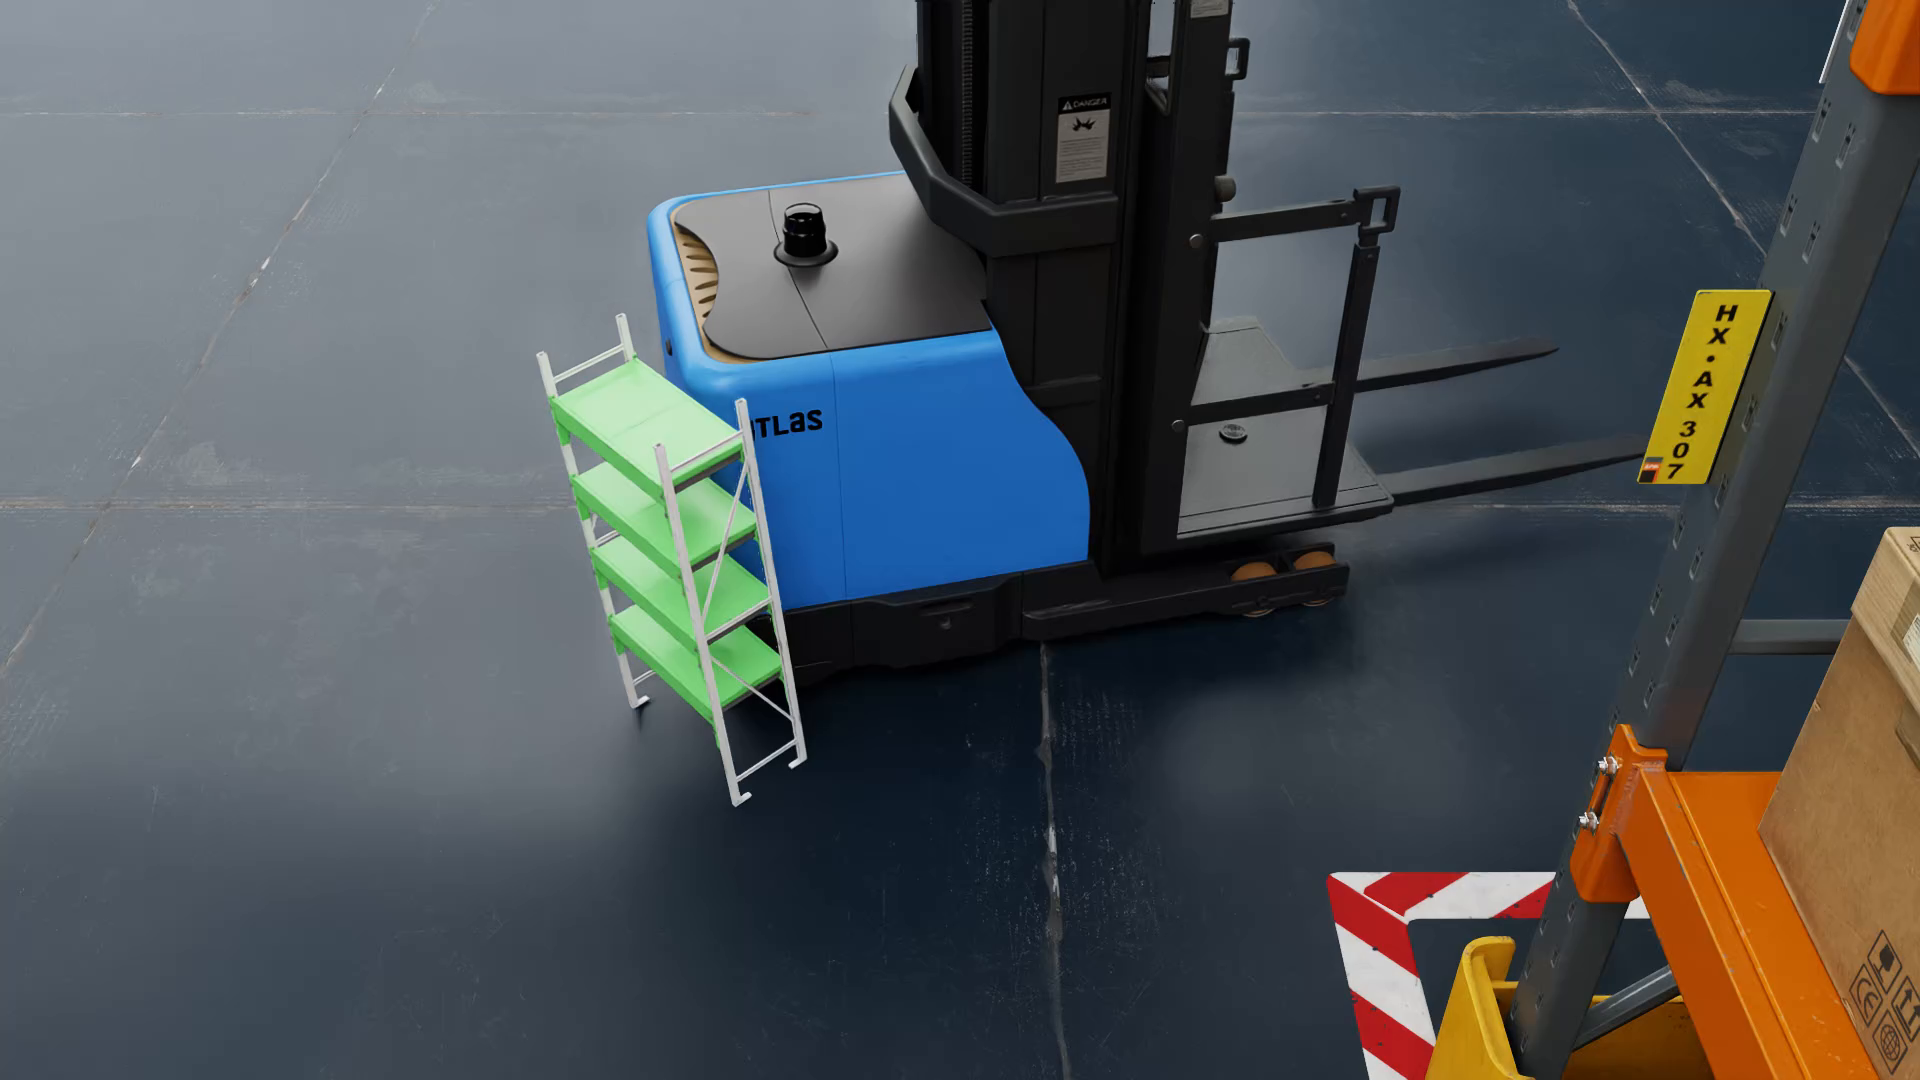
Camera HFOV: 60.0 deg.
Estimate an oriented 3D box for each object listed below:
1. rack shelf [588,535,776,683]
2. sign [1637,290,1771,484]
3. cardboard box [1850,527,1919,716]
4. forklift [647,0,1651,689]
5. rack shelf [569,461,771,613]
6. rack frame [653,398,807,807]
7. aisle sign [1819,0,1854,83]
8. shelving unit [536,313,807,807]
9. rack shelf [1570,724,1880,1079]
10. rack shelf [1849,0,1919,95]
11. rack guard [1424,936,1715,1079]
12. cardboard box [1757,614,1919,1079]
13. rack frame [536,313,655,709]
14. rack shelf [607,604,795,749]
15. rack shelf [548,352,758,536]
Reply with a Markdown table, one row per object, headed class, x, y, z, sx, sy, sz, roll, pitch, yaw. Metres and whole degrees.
| class | x | y | z | sx | sy | sz | roll | pitch | yaw |
| --- | --- | --- | --- | --- | --- | --- | --- | --- | --- |
| rack shelf | -0.696 | 0.127 | 4.220 | 0.258 | 0.148 | 0.480 | -32 | 49 | -28 |
| sign | 1.052 | -0.212 | 2.360 | 0.100 | 0.325 | 0.005 | 0 | 39 | 0 |
| cardboard box | 1.392 | 0.114 | 2.111 | 0.380 | 0.149 | 0.250 | 0 | 39 | 0 |
| forklift | 0.669 | -1.225 | 4.435 | 3.031 | 2.935 | 1.130 | -9 | 40 | -11 |
| rack shelf | -0.709 | -0.053 | 4.062 | 0.258 | 0.148 | 0.480 | -32 | 49 | -28 |
| rack frame | -0.537 | 0.193 | 4.036 | 0.240 | 1.200 | 0.015 | -32 | 49 | -28 |
| aisle sign | 1.301 | -0.895 | 1.889 | 0.394 | 0.787 | 0.004 | 0 | 39 | 0 |
| shelving unit | -0.700 | 0.079 | 4.178 | 0.258 | 1.200 | 0.503 | -32 | 49 | -28 |
| rack shelf | 1.609 | 1.692 | 1.315 | 1.077 | 0.370 | 4.000 | 0 | 39 | 0 |
| rack shelf | 1.609 | 0.521 | 0.377 | 1.077 | 0.370 | 4.000 | 0 | 39 | 0 |
| rack guard | 1.607 | 1.121 | 3.451 | 1.175 | 0.500 | 0.348 | 0 | 39 | 0 |
| cardboard box | 1.595 | 0.413 | 2.255 | 0.700 | 0.500 | 0.500 | 0 | 39 | 0 |
| rack frame | -0.862 | -0.035 | 4.321 | 0.240 | 1.200 | 0.015 | -32 | 49 | -28 |
| rack shelf | -0.684 | 0.307 | 4.379 | 0.258 | 0.148 | 0.480 | -32 | 49 | -28 |
| rack shelf | -0.721 | -0.233 | 3.904 | 0.258 | 0.148 | 0.480 | -32 | 49 | -28 |
